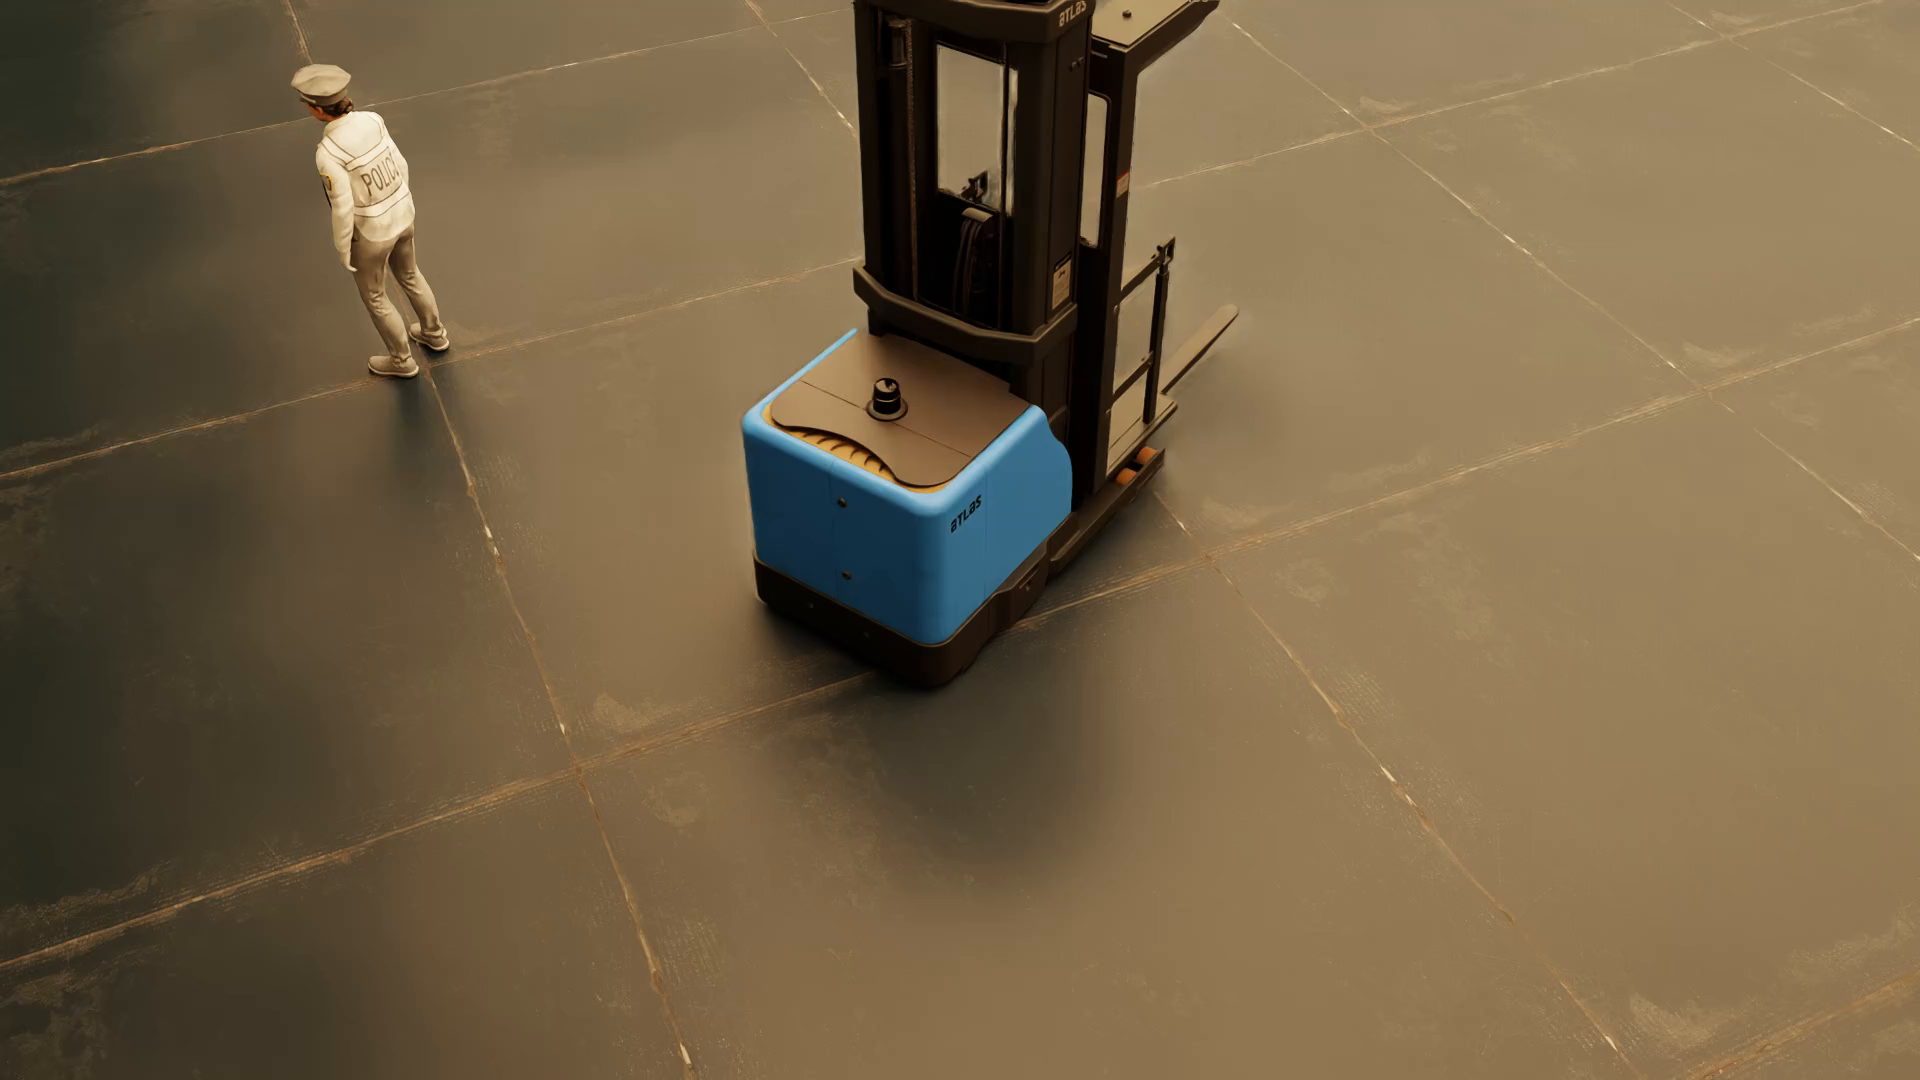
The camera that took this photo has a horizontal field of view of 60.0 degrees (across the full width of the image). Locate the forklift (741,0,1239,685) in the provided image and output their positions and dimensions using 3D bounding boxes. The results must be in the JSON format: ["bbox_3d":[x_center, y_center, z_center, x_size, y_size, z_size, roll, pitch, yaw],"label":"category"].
[{"bbox_3d":[0.341,-1.424,7.206,1.130,2.935,3.031,25,49,25],"label":"forklift"}]

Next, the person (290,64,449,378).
[{"bbox_3d":[-2.916,-1.558,8.282,0.374,1.661,0.534,17,46,18],"label":"person"}]
